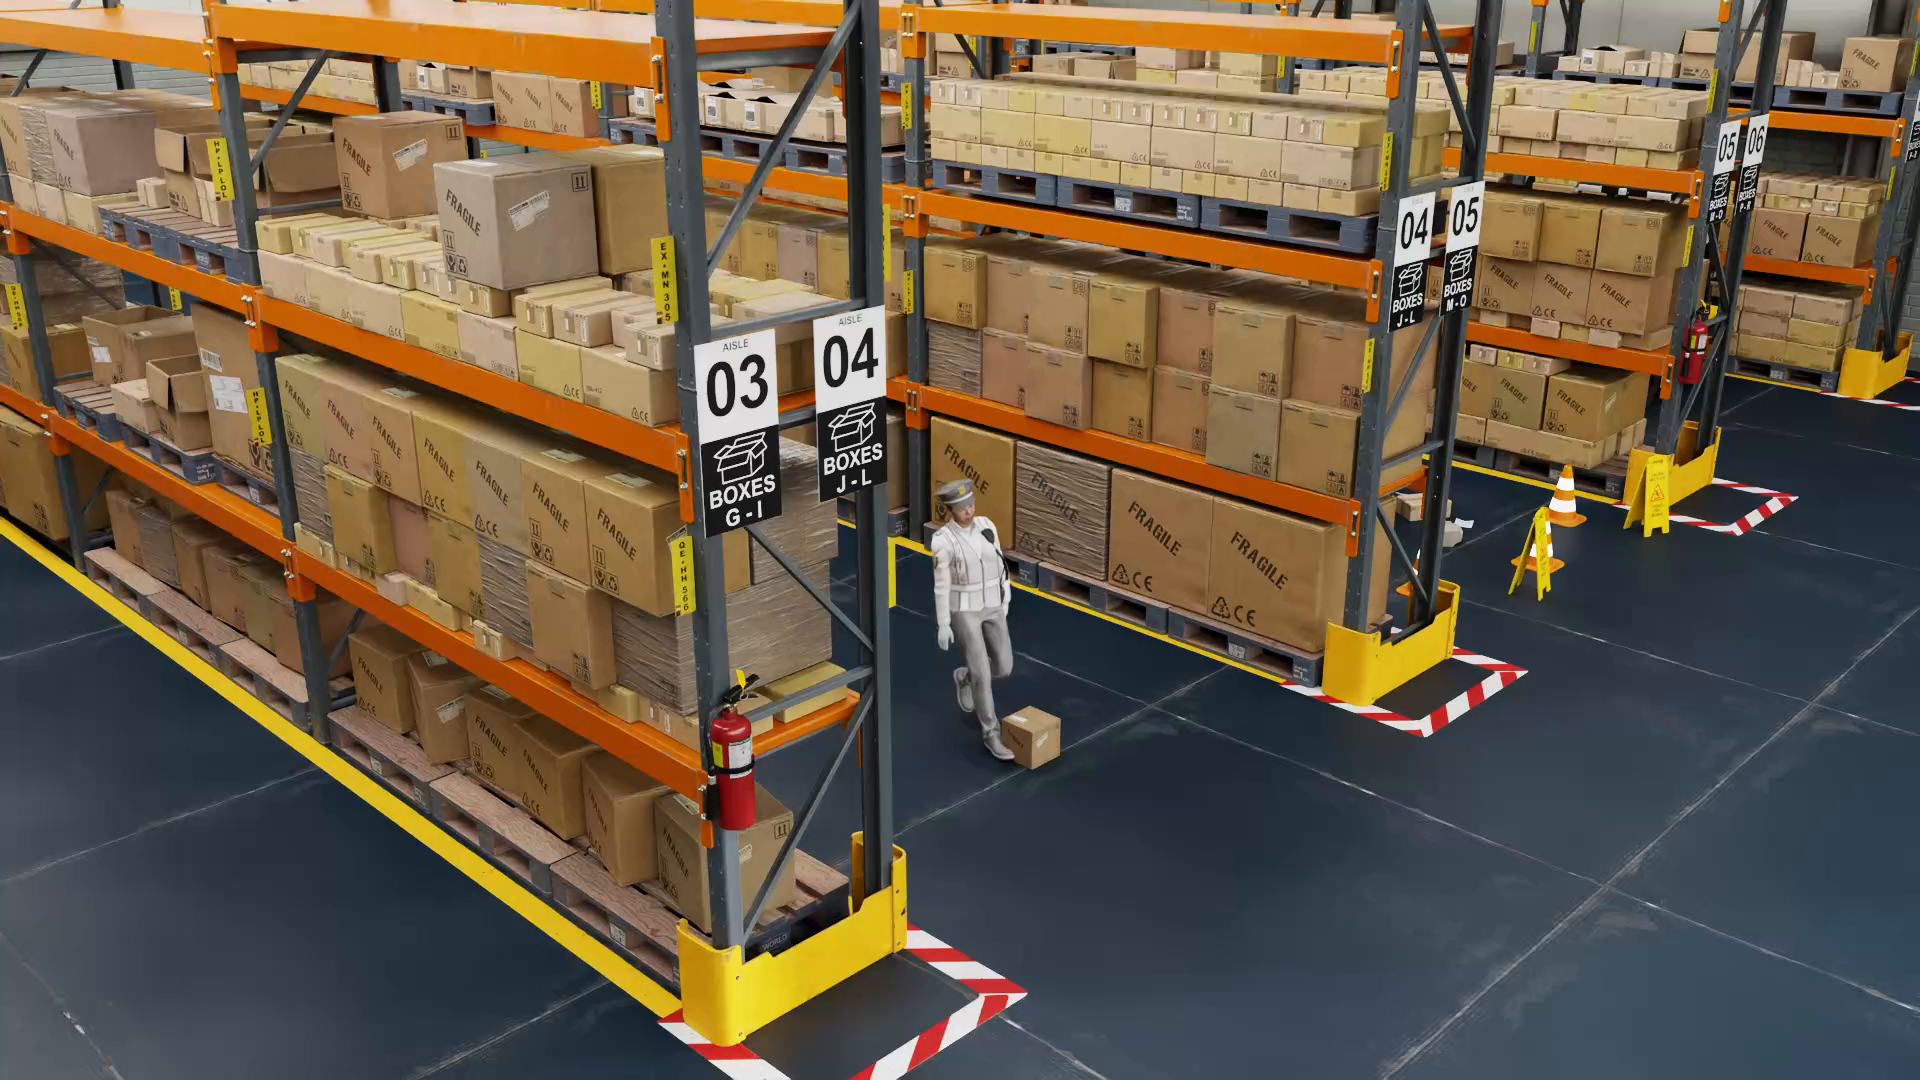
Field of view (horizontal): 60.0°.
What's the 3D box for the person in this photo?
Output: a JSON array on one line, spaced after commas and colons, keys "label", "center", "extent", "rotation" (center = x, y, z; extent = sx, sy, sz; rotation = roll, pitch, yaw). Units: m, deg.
[{"label": "person", "center": [0.146, 0.447, 9.937], "extent": [0.531, 1.618, 0.740], "rotation": [-13, 24, -30]}]
